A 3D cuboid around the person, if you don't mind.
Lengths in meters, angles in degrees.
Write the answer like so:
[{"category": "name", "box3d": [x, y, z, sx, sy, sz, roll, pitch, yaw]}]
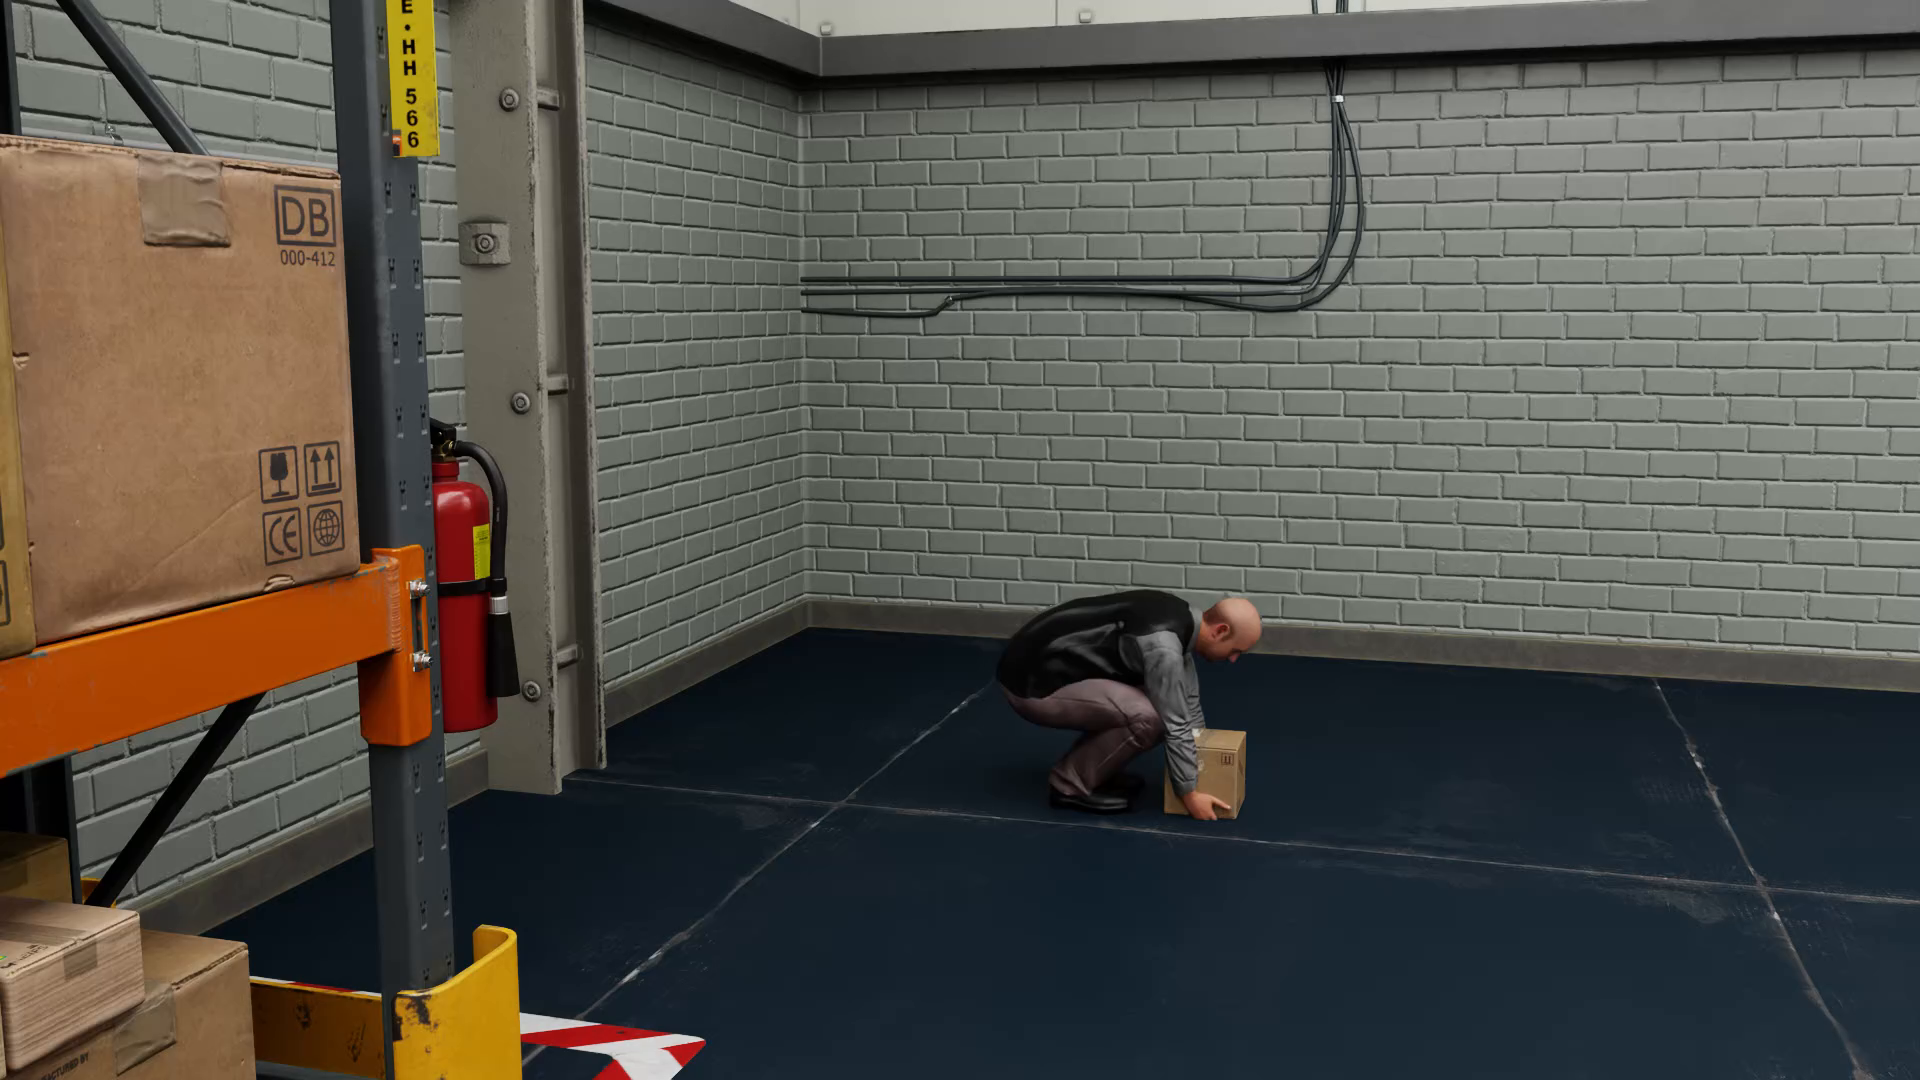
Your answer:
[{"category": "person", "box3d": [0.598, 0.587, 5.925, 0.920, 0.819, 0.507, 2, 9, 15]}]
